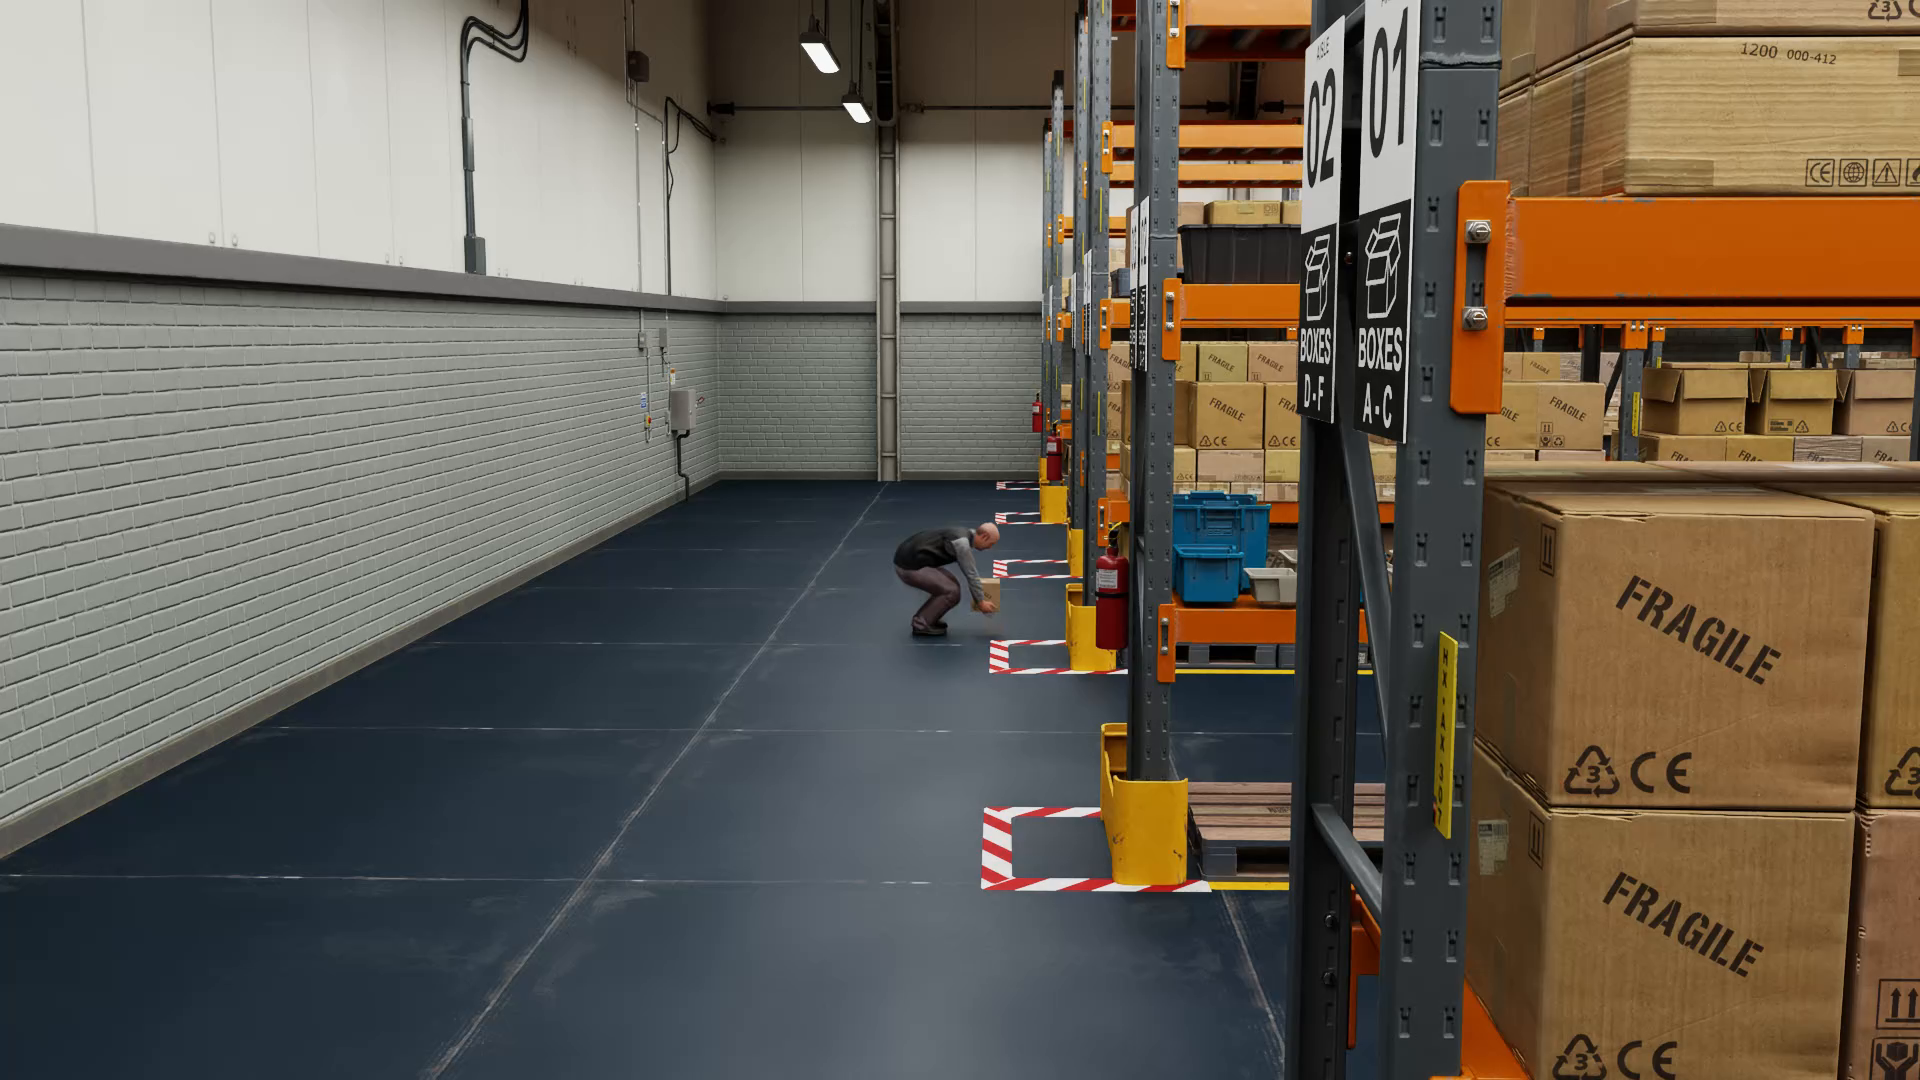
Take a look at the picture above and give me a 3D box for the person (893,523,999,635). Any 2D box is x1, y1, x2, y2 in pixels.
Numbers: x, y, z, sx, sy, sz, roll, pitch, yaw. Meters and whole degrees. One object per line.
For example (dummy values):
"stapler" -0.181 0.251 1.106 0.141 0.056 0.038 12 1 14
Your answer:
"person" -0.119 0.329 14.363 0.916 0.950 0.518 0 7 -1
